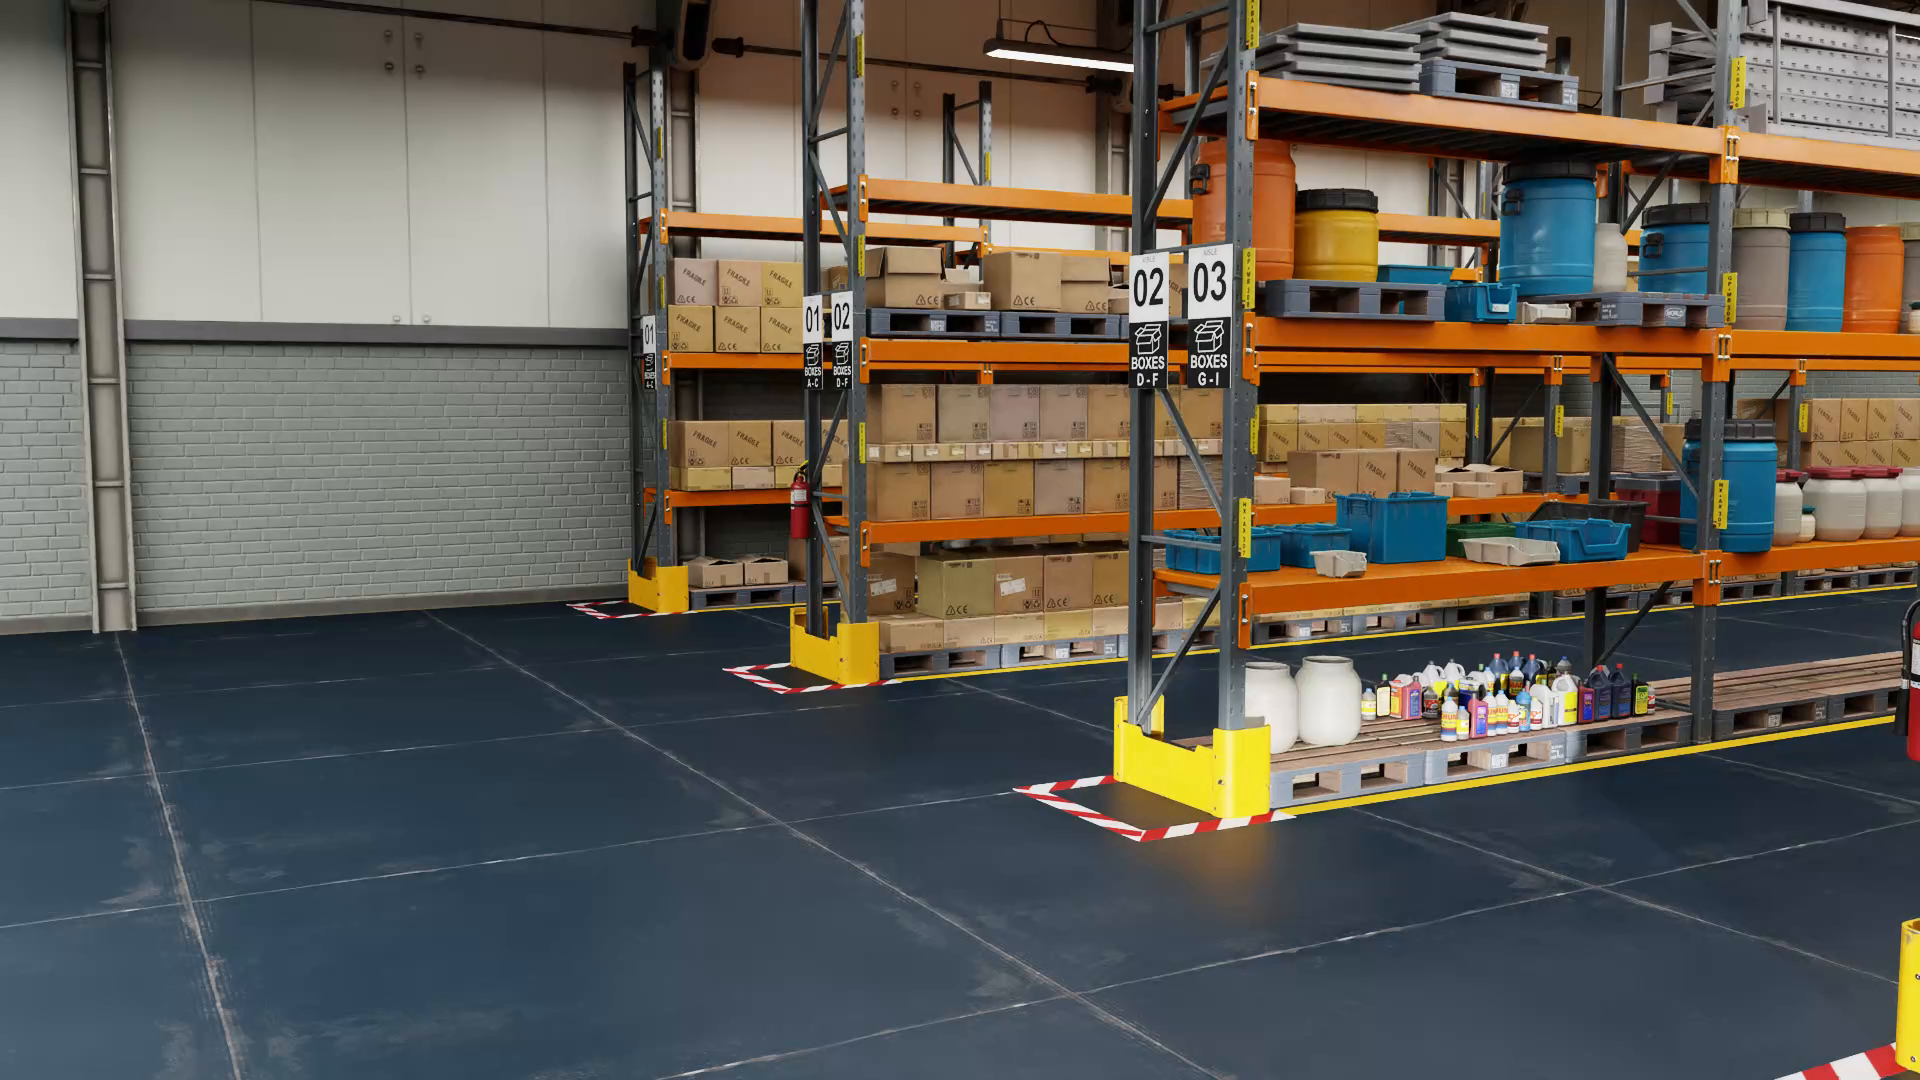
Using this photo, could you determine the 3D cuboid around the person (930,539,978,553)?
[{"bbox_3d":[-0.047,-0.039,17.847,0.467,1.634,1.007,4,6,37],"label":"person"}]
